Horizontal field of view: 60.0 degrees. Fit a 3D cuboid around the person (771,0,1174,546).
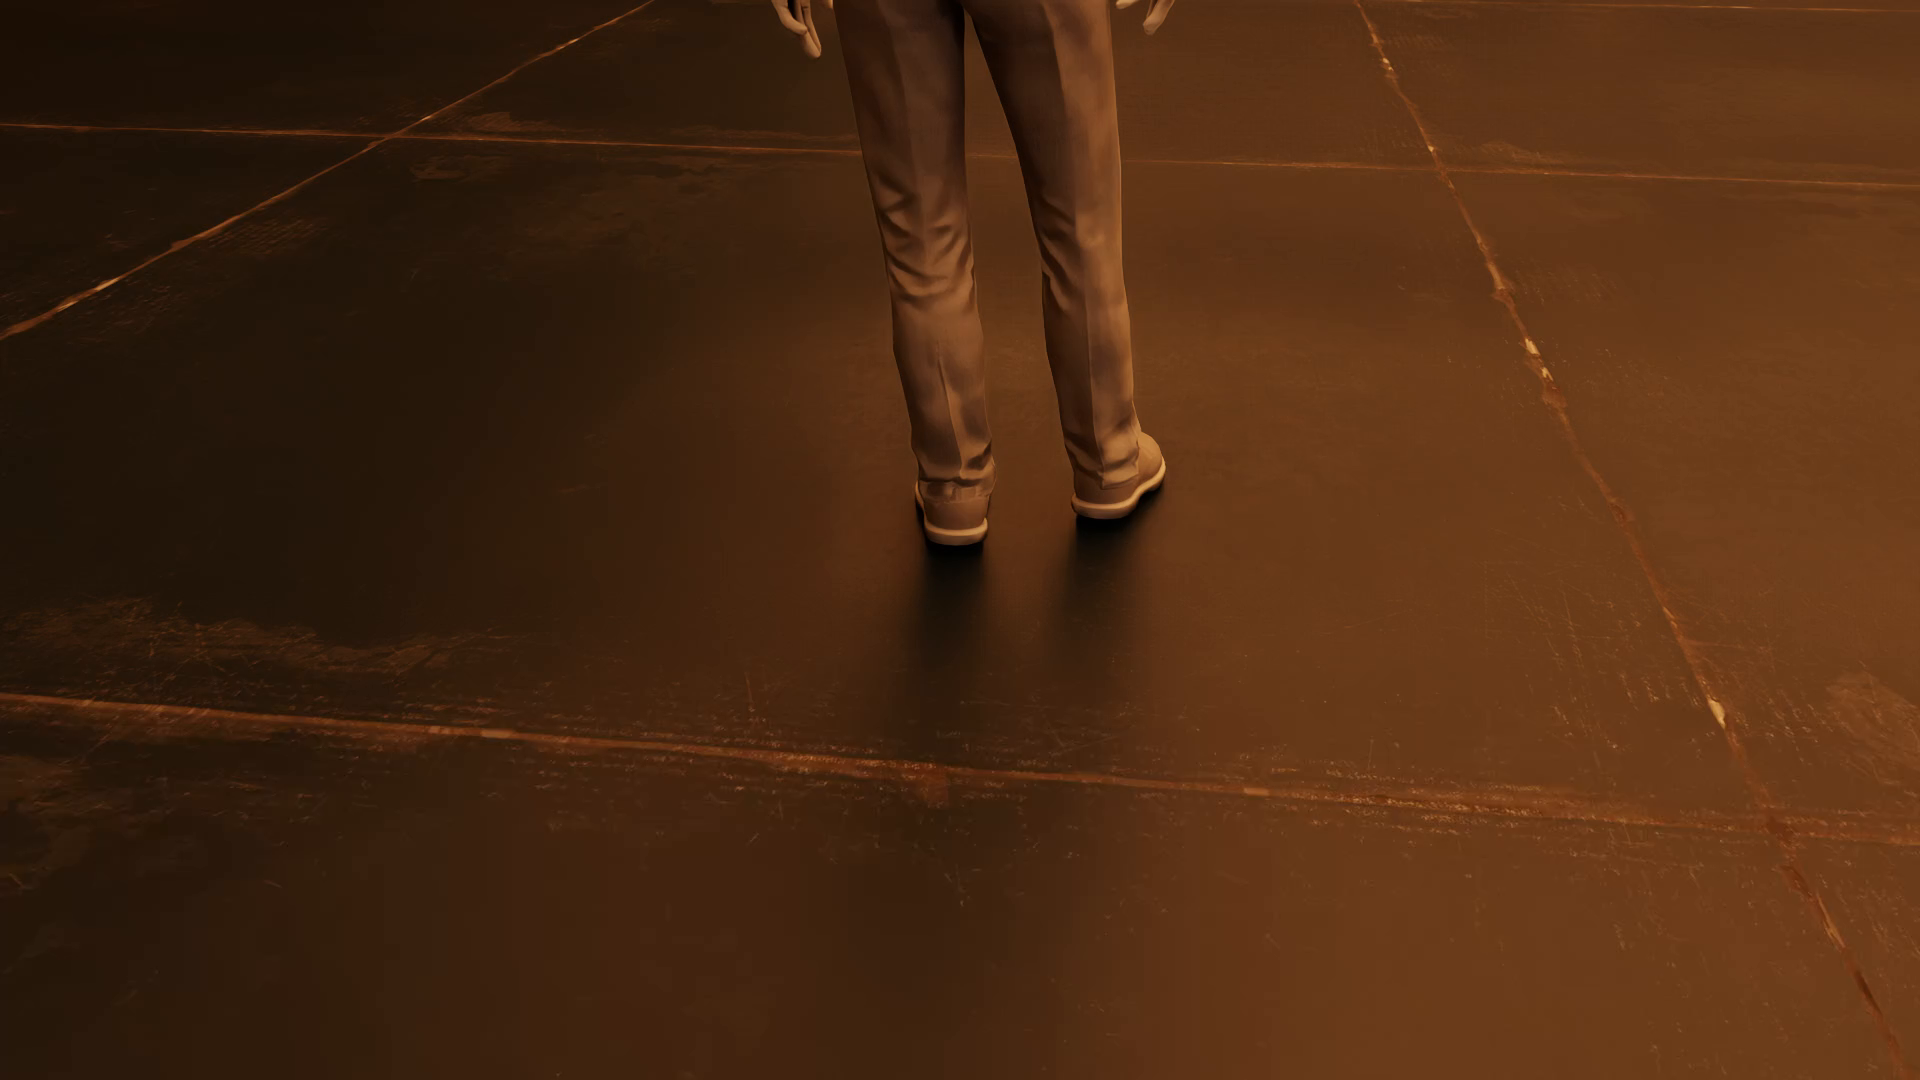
[{"bbox_3d":[0.017,-0.795,2.179,0.585,1.694,0.530,3,27,7],"label":"person"}]
